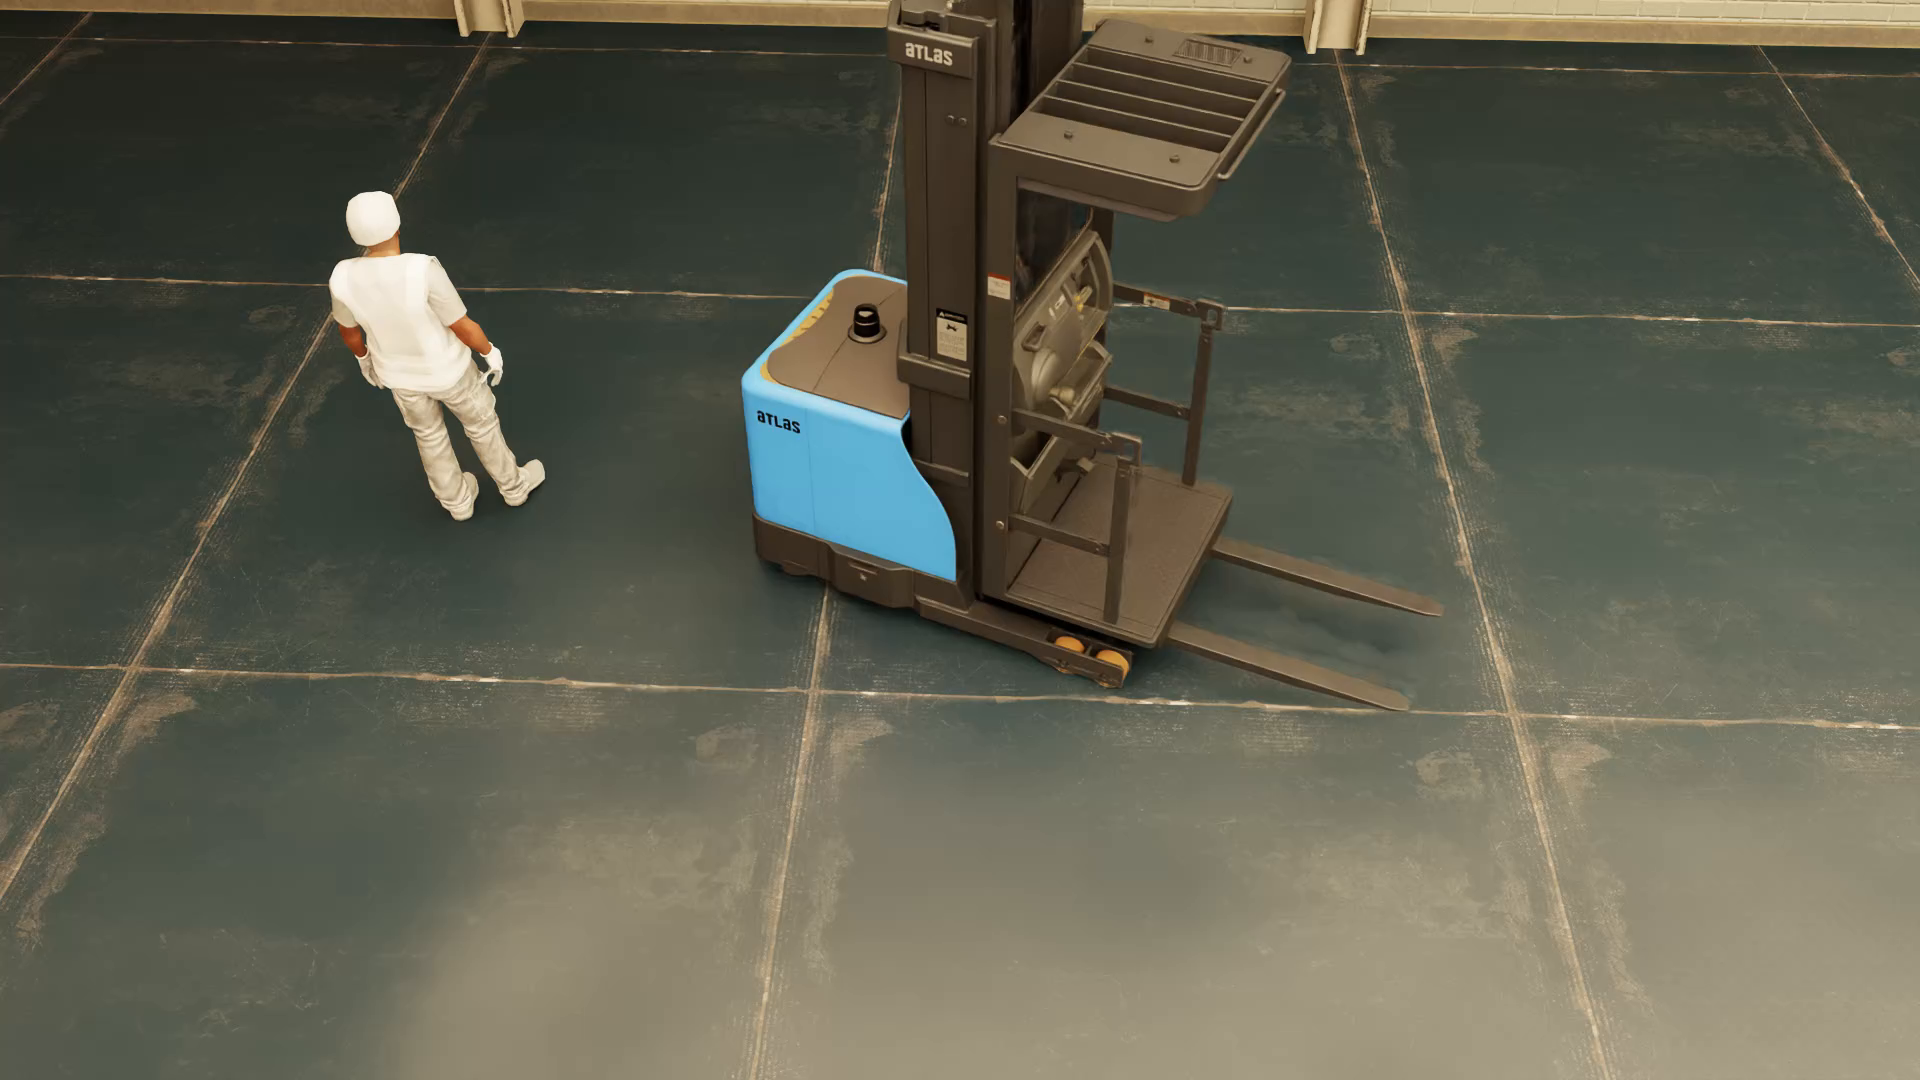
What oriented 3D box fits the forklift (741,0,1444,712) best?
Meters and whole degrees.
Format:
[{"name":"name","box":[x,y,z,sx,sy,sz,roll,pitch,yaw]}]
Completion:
[{"name":"forklift","box":[0.605,-0.853,6.677,3.031,2.935,1.130,18,45,18]}]

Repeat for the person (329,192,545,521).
[{"name":"person","box":[-2.383,-0.838,7.501,0.656,1.781,0.579,3,42,3]}]
